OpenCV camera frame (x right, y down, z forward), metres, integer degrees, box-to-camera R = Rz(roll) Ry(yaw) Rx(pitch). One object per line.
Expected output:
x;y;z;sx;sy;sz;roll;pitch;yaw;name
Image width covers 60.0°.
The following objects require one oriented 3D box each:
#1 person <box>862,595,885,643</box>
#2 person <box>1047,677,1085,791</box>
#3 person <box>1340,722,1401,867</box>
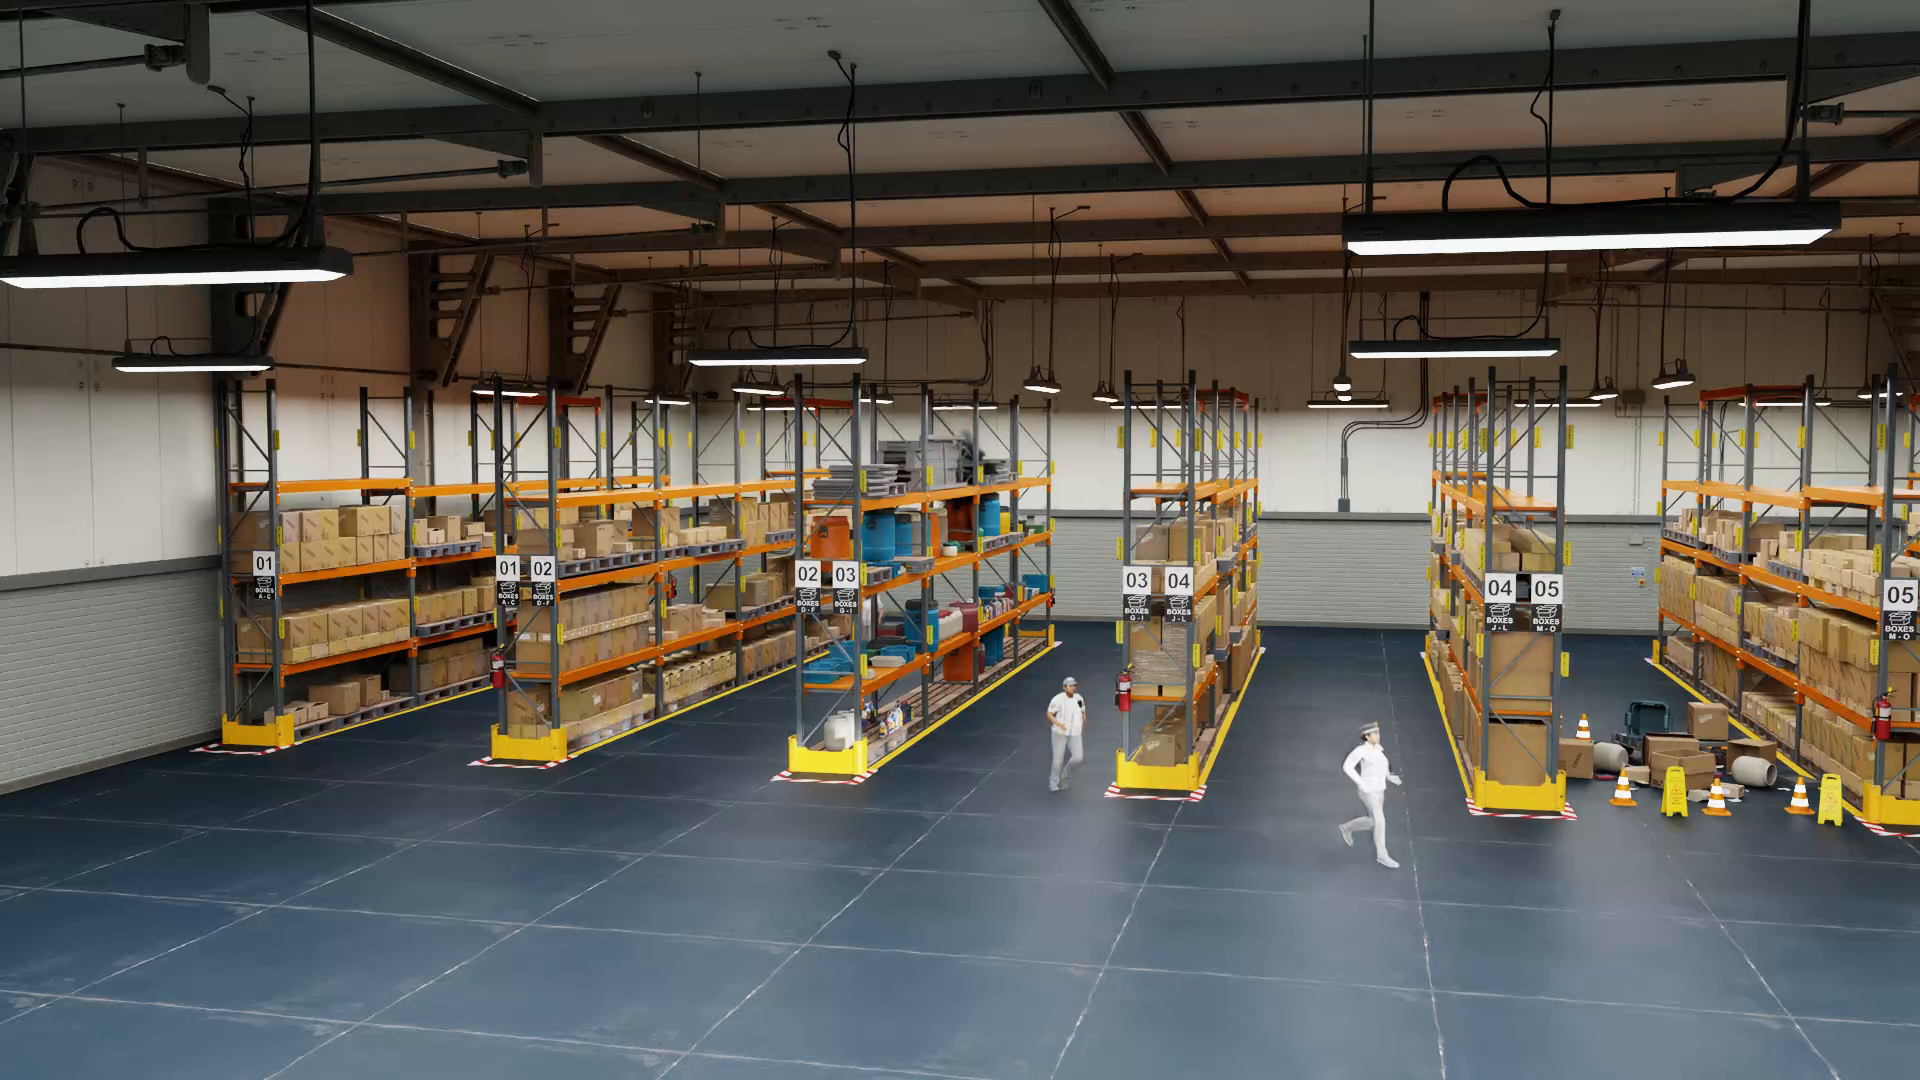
-2.048;1.886;37.396;0.688;1.780;0.773;0;3;5;person
1.547;2.763;23.639;0.622;1.625;0.537;-1;4;-15;person
4.849;2.983;19.761;0.618;1.685;0.842;-3;5;-44;person
